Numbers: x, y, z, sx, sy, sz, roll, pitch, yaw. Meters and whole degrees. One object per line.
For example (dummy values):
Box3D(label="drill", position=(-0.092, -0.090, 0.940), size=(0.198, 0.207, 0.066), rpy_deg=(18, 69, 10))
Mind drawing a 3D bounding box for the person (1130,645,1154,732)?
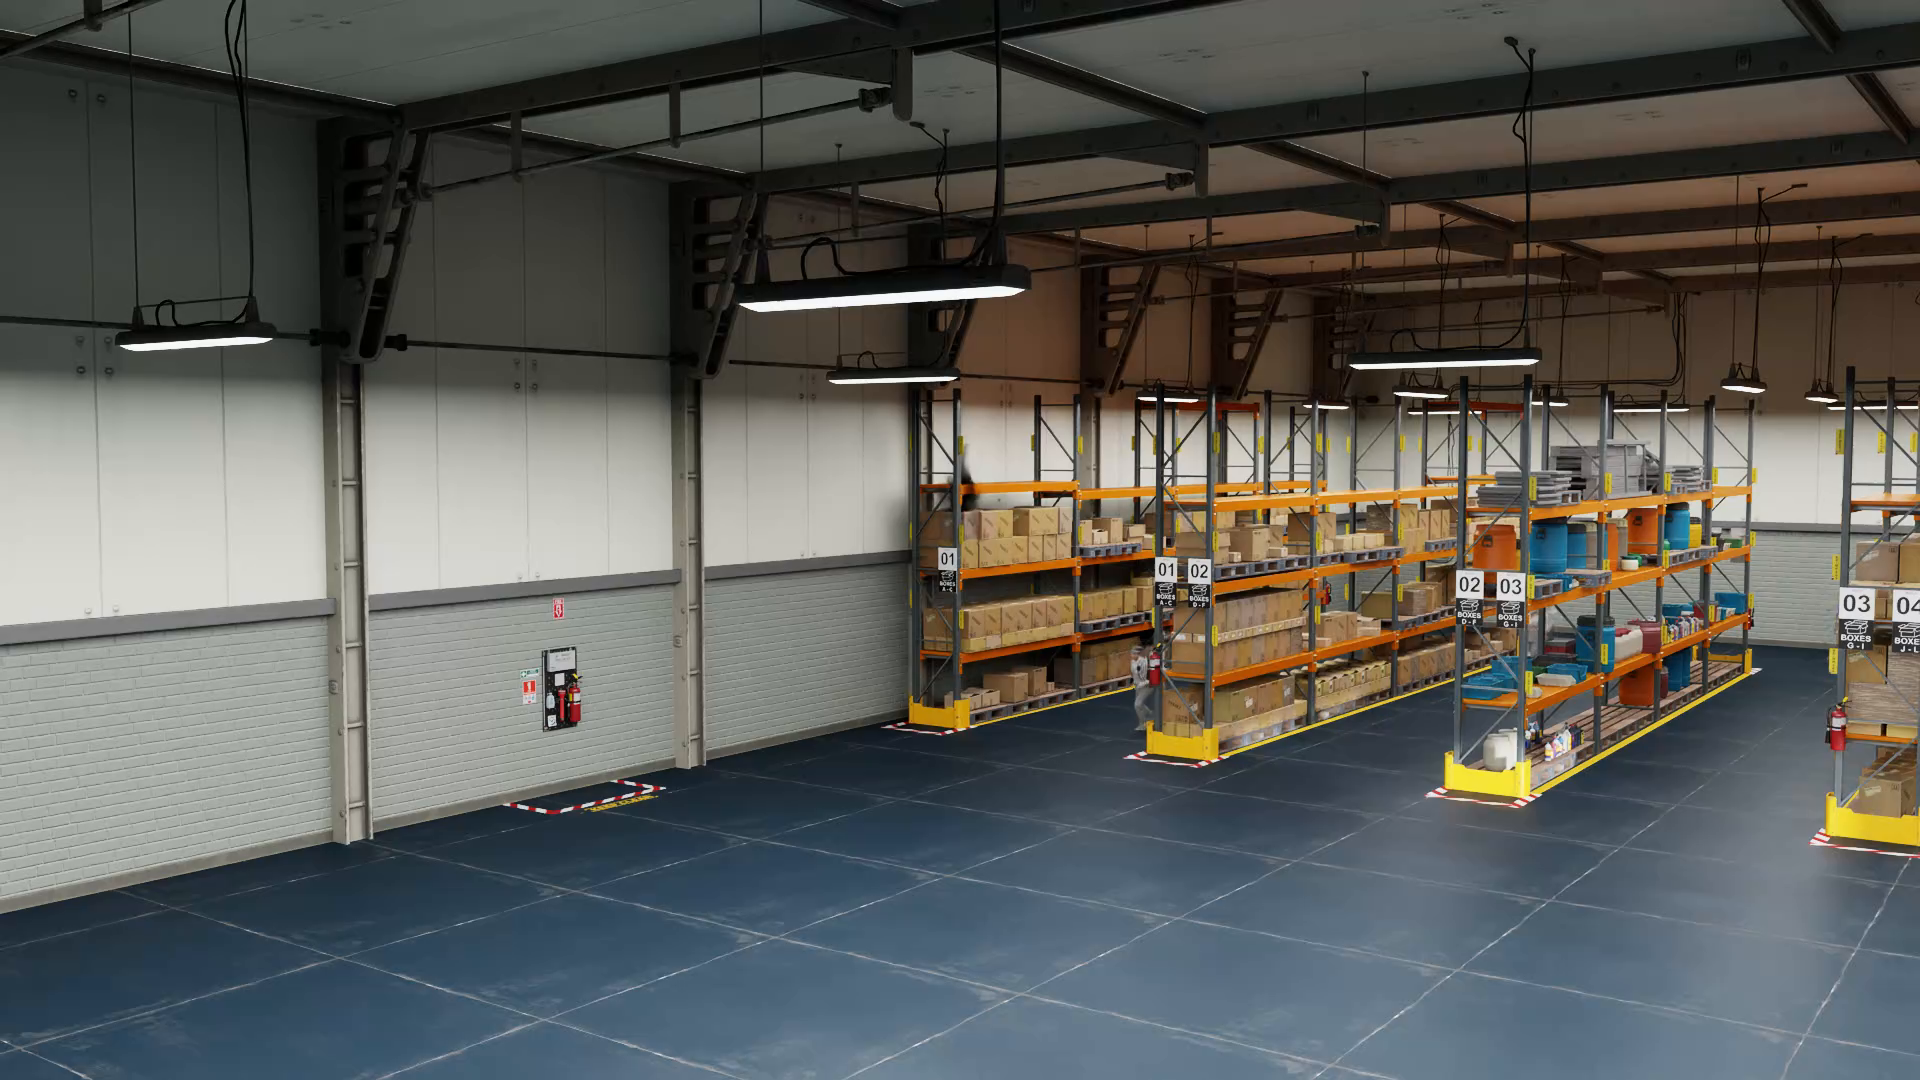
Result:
Box3D(label="person", position=(3.235, 2.589, 29.160), size=(0.738, 1.541, 0.677), rpy_deg=(-2, 4, -30))

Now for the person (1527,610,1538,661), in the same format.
Box3D(label="person", position=(12.178, 2.181, 35.479), size=(0.516, 1.646, 0.744), rpy_deg=(2, 4, 26))
